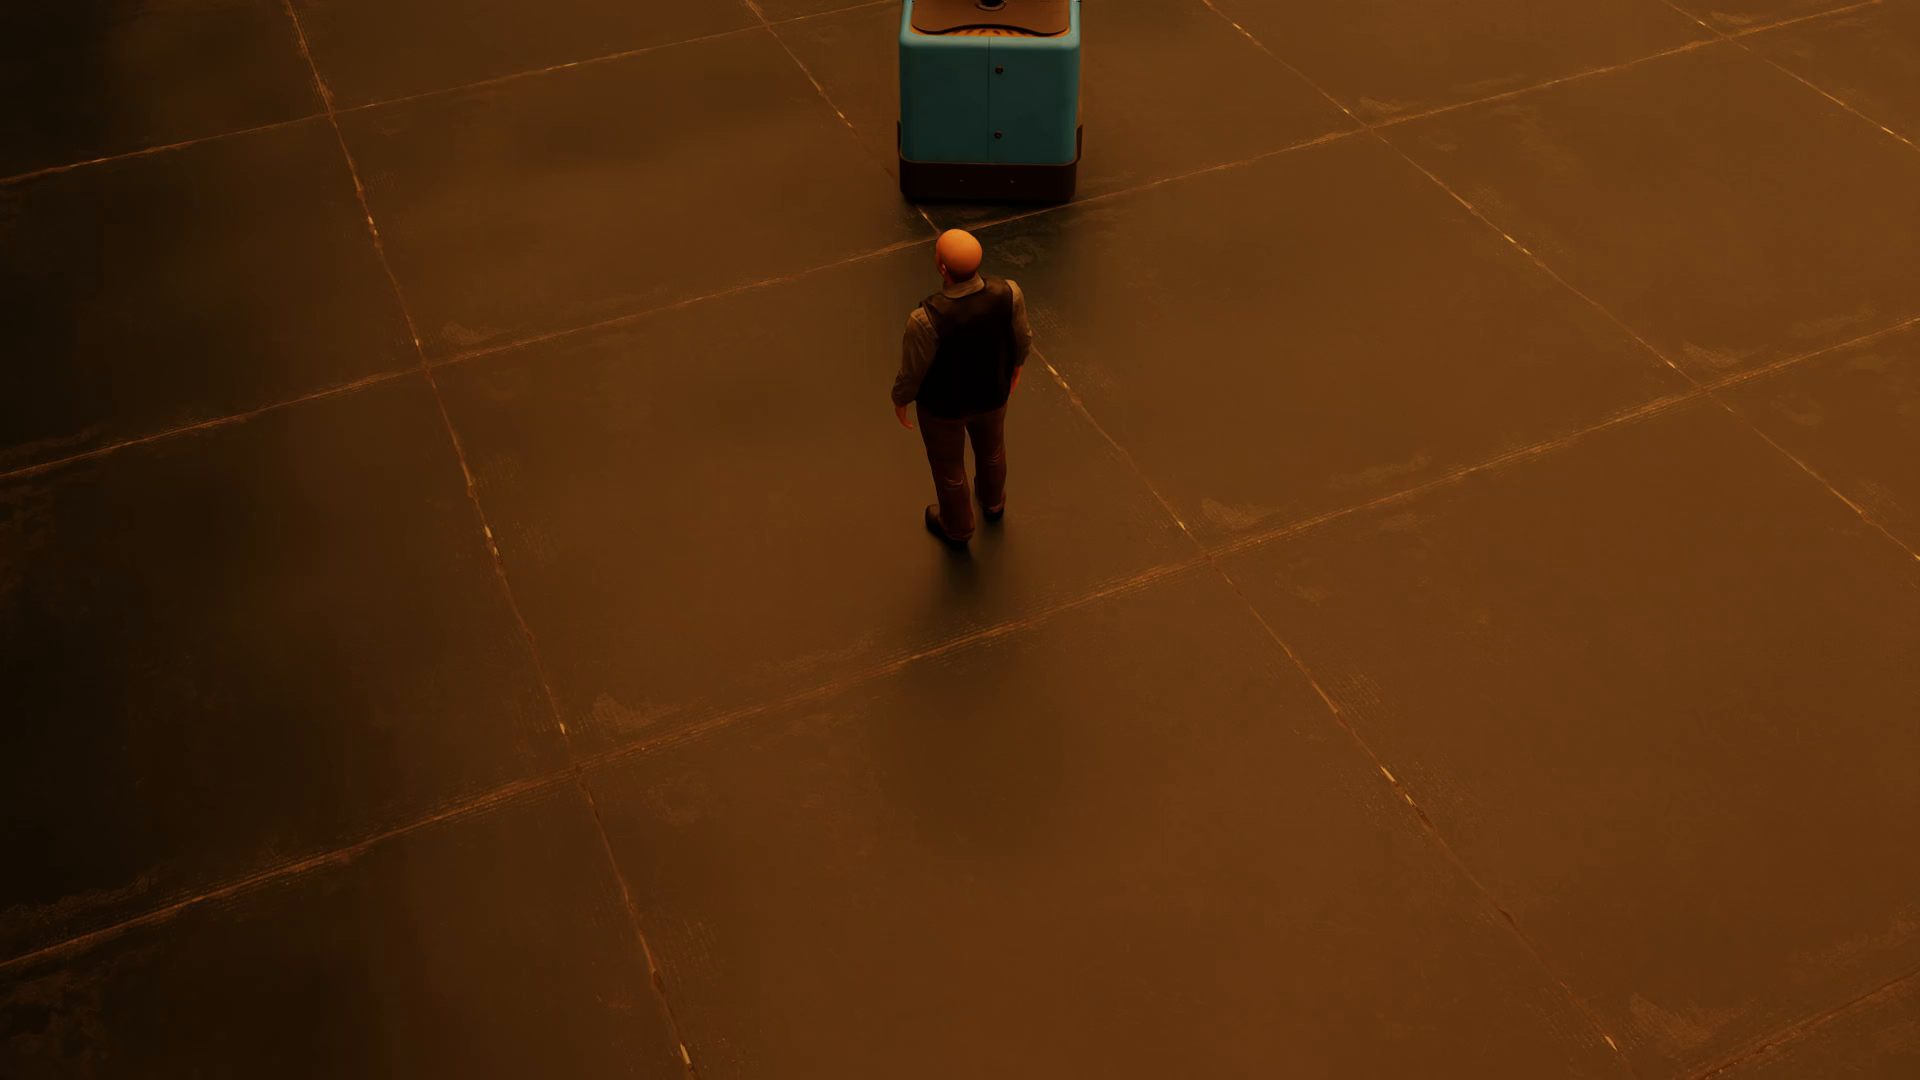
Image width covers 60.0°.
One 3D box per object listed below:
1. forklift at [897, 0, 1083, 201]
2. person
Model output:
[{"bbox_3d":[0.221,-4.075,10.047,1.130,2.935,3.031,2,43,2],"label":"forklift"},{"bbox_3d":[-0.020,-0.676,7.280,0.634,1.722,0.566,-18,46,-18],"label":"person"}]
